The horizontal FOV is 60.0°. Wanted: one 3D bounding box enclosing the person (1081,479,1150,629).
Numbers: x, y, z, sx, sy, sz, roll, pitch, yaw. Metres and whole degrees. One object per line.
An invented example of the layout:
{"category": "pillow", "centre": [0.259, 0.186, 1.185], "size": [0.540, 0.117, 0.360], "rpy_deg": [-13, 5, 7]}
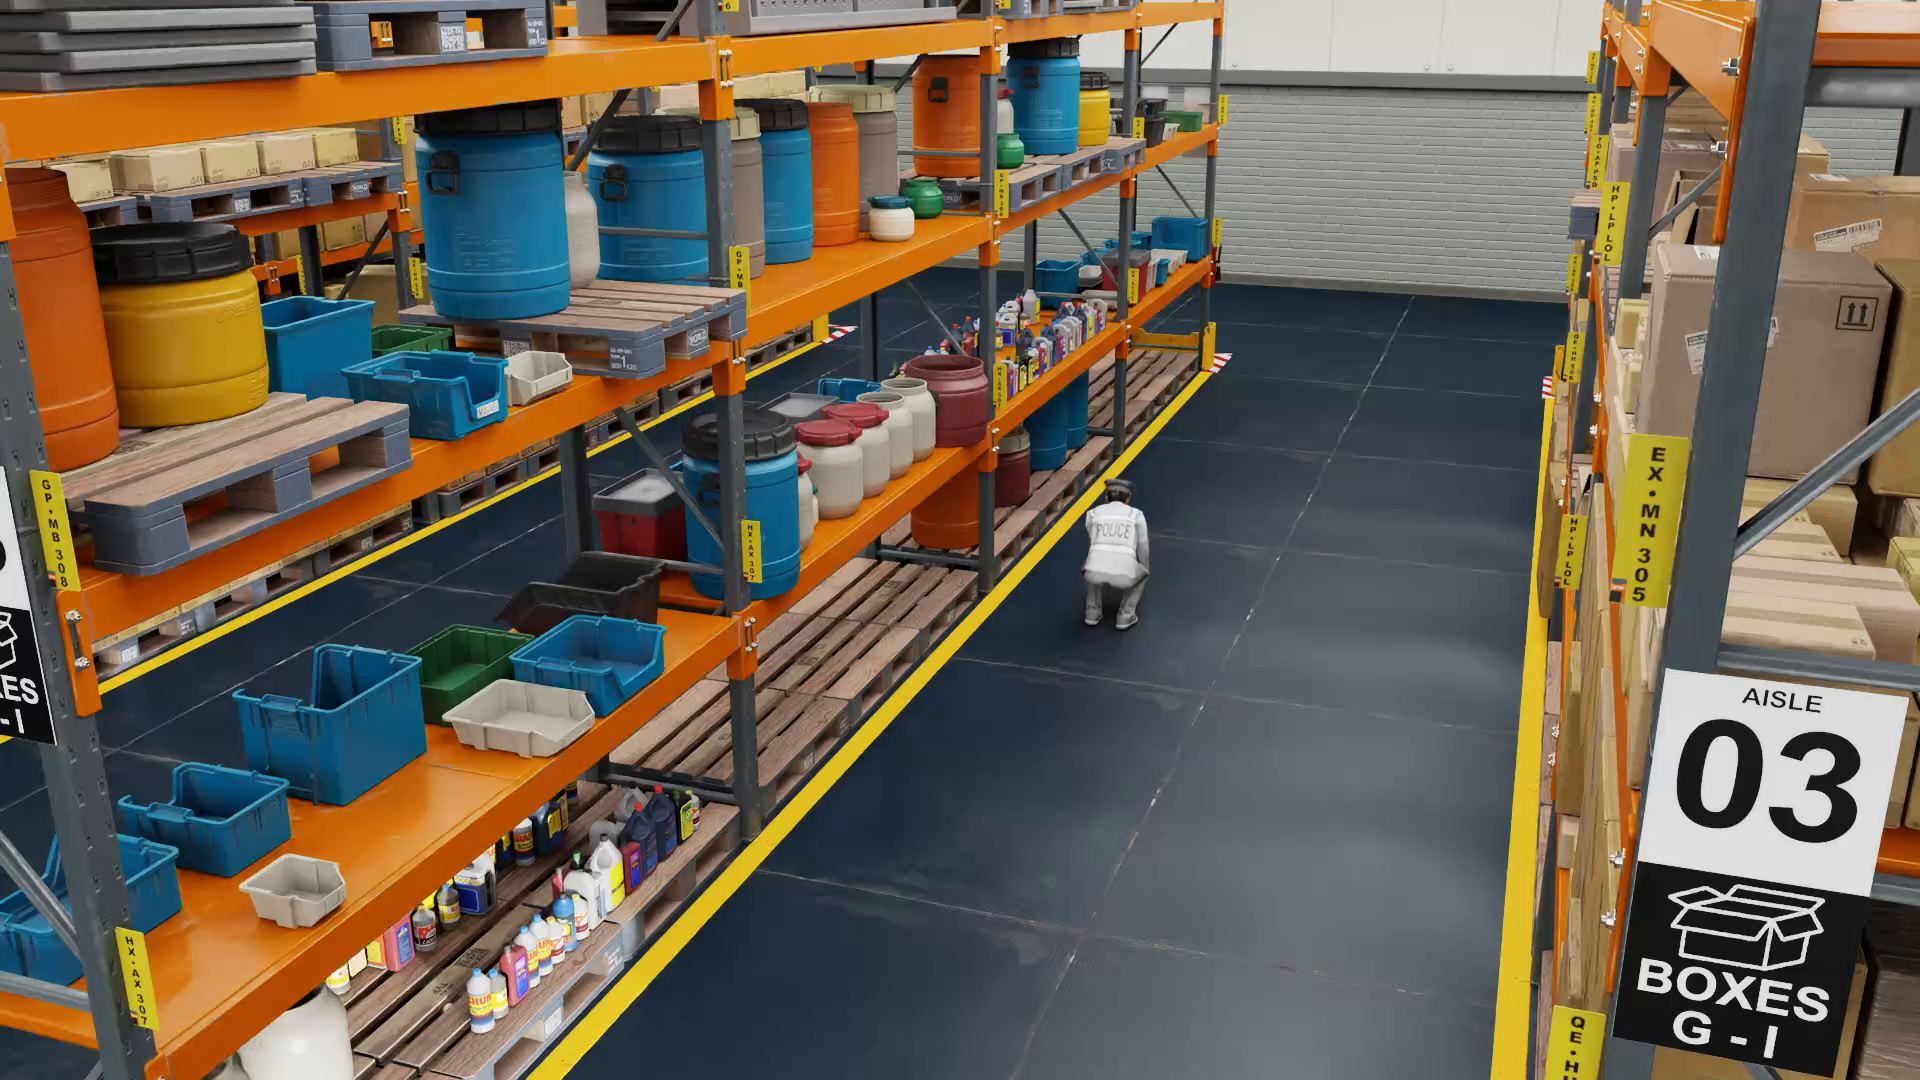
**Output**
{"category": "person", "centre": [1.113, 0.089, 11.889], "size": [0.466, 0.980, 0.839], "rpy_deg": [6, 20, 17]}
